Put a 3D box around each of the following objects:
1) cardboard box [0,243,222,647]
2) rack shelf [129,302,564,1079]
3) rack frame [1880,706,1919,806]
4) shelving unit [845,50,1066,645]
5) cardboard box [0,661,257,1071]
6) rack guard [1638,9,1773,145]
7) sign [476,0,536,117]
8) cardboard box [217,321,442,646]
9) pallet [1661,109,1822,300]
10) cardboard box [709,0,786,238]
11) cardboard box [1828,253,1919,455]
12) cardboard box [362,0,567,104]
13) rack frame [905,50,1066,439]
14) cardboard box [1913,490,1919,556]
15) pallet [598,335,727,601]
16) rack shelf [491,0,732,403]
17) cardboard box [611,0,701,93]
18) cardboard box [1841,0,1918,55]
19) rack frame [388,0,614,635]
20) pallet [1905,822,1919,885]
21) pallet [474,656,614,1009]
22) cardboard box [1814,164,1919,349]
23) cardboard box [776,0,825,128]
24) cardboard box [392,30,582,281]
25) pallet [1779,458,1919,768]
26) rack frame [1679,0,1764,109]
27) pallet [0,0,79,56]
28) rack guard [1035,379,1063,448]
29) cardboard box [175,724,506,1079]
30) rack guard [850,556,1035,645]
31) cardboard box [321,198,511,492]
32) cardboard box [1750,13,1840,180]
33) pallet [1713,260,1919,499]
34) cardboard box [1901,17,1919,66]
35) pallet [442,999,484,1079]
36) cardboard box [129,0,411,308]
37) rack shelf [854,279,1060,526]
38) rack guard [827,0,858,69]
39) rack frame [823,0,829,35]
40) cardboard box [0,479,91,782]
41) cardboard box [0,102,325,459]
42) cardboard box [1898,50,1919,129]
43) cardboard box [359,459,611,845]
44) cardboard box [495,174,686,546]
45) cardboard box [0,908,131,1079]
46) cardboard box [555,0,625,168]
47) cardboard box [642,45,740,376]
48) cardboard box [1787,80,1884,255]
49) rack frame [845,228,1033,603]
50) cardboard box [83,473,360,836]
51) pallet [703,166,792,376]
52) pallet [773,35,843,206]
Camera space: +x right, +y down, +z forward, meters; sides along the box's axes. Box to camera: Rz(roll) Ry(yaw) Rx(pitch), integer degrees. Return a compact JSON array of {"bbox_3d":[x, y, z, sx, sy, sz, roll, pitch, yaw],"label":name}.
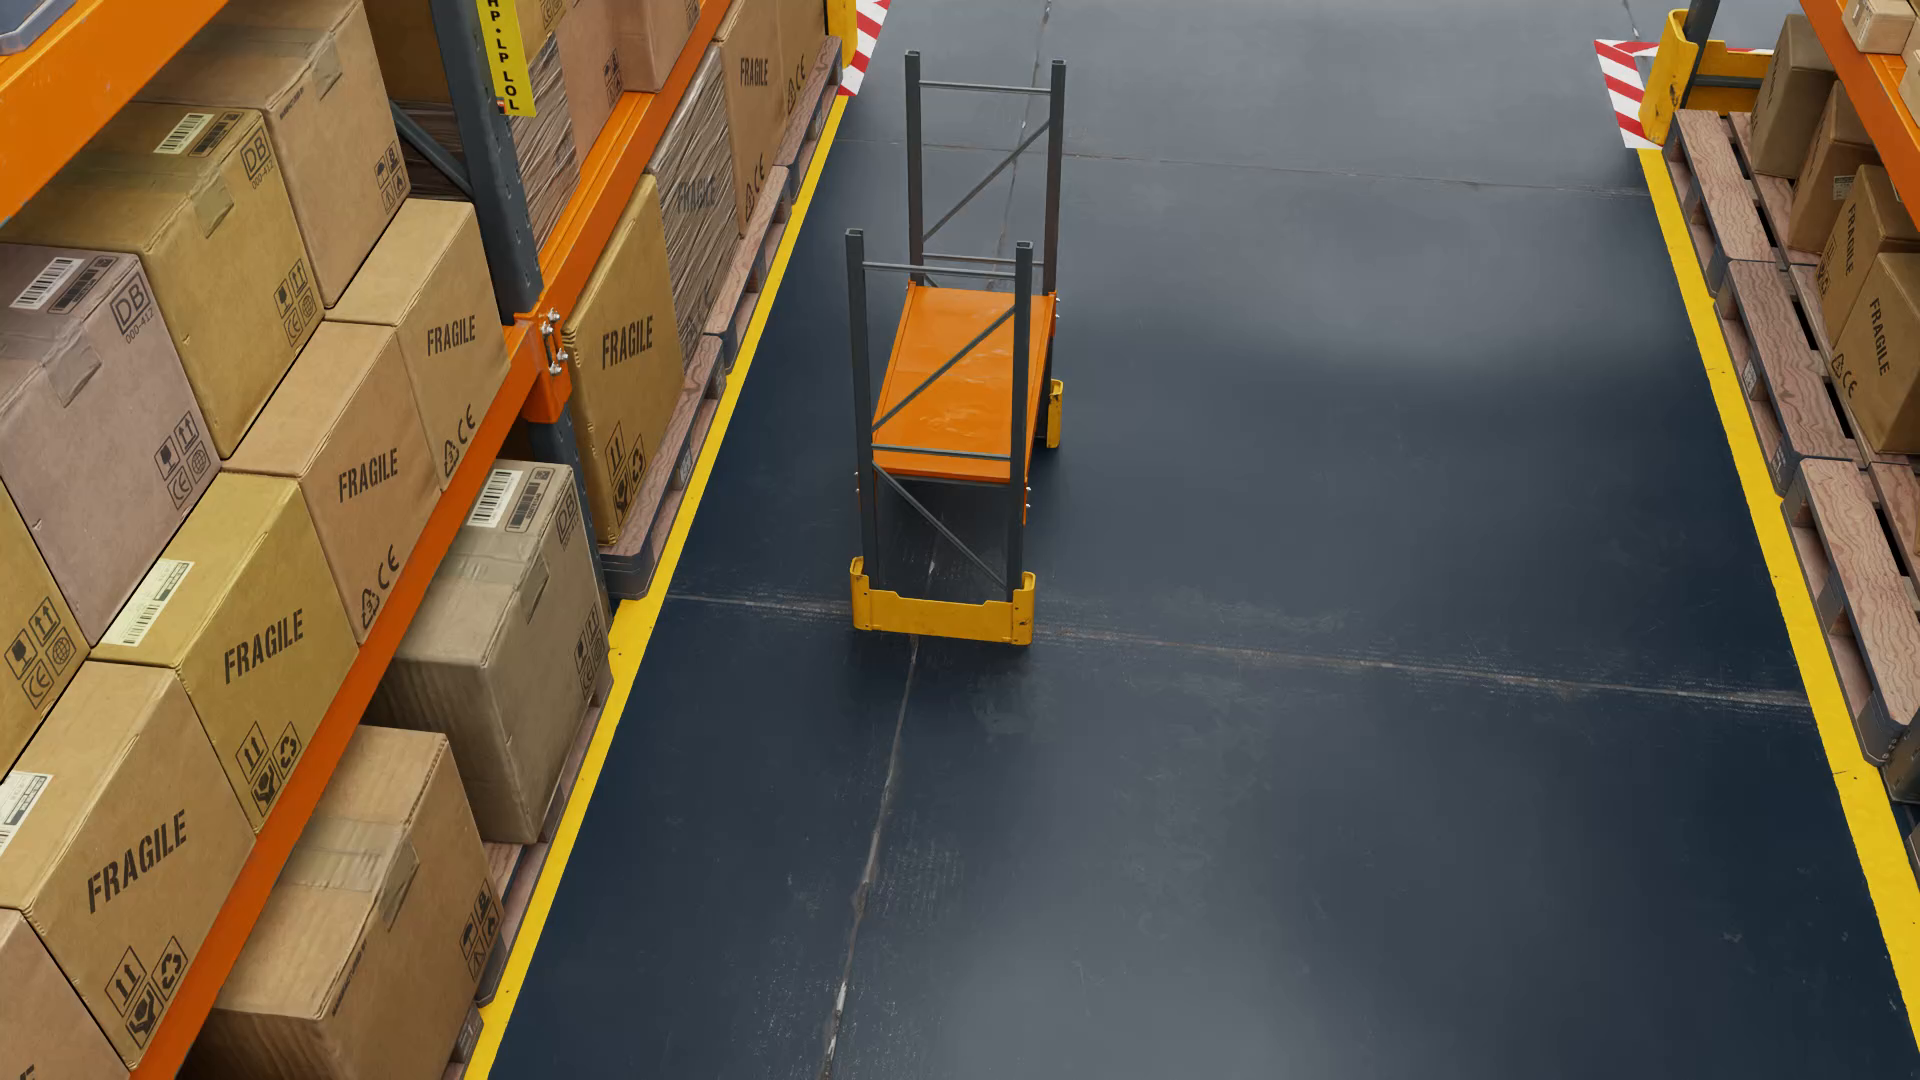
[{"bbox_3d":[-1.835,-0.192,2.971,0.700,0.500,0.500,6,44,6],"label":"cardboard box"},{"bbox_3d":[-1.906,0.798,3.249,1.077,0.370,4.000,5,44,6],"label":"rack shelf"},{"bbox_3d":[3.261,-0.307,3.892,1.000,3.000,0.127,5,44,6],"label":"rack frame"},{"bbox_3d":[0.010,-0.597,5.289,0.587,1.500,1.083,5,44,6],"label":"shelving unit"},{"bbox_3d":[-1.644,0.552,2.912,0.500,0.500,0.500,5,44,5],"label":"cardboard box"},{"bbox_3d":[3.780,-2.073,7.576,1.175,0.500,0.348,5,44,6],"label":"rack guard"},{"bbox_3d":[-1.103,-1.175,4.025,0.100,0.325,0.005,5,44,6],"label":"sign"},{"bbox_3d":[-1.513,-0.138,3.642,0.500,0.500,0.500,5,44,5],"label":"cardboard box"},{"bbox_3d":[3.638,-1.418,7.094,1.003,0.211,1.213,5,44,6],"label":"pallet"},{"bbox_3d":[-1.251,-1.865,6.778,0.875,0.875,0.875,5,44,5],"label":"cardboard box"},{"bbox_3d":[3.426,-0.642,5.759,0.500,0.500,0.500,2,43,2],"label":"cardboard box"},{"bbox_3d":[-1.559,-1.521,4.280,0.875,0.550,0.550,5,44,6],"label":"cardboard box"},{"bbox_3d":[0.078,-0.949,5.662,0.500,1.500,0.032,5,44,6],"label":"rack frame"},{"bbox_3d":[3.422,-0.211,5.304,0.500,0.500,0.500,19,46,19],"label":"cardboard box"},{"bbox_3d":[-1.464,-0.325,5.940,1.003,0.211,1.213,5,44,6],"label":"pallet"},{"bbox_3d":[-1.377,-1.928,6.128,1.077,0.370,4.000,5,44,6],"label":"rack shelf"},{"bbox_3d":[-1.366,-1.868,5.432,0.875,0.550,0.550,5,44,6],"label":"cardboard box"},{"bbox_3d":[3.222,-1.755,5.605,0.380,0.149,0.250,5,44,6],"label":"cardboard box"},{"bbox_3d":[-1.642,-0.826,4.441,1.000,3.000,0.127,5,44,6],"label":"rack frame"},{"bbox_3d":[3.160,1.237,4.290,1.003,0.211,1.213,5,44,6],"label":"pallet"},{"bbox_3d":[-1.669,0.719,4.837,1.003,0.211,1.213,5,44,6],"label":"pallet"},{"bbox_3d":[3.544,-1.018,6.156,0.500,0.500,0.500,9,44,9],"label":"cardboard box"},{"bbox_3d":[-1.137,-2.465,7.412,0.875,0.875,0.875,5,44,6],"label":"cardboard box"},{"bbox_3d":[-1.605,-1.133,4.656,0.875,0.550,0.550,5,44,6],"label":"cardboard box"},{"bbox_3d":[3.315,0.245,5.338,1.003,0.211,1.213,5,44,6],"label":"pallet"},{"bbox_3d":[3.790,-3.033,6.771,1.000,3.000,0.127,5,44,6],"label":"rack frame"},{"bbox_3d":[-1.714,-1.217,2.811,0.805,0.209,1.217,4,44,4],"label":"pallet"},{"bbox_3d":[0.076,-0.482,6.077,0.587,0.250,0.087,5,44,6],"label":"rack guard"},{"bbox_3d":[-1.766,0.926,3.921,1.050,0.750,0.750,5,44,6],"label":"cardboard box"},{"bbox_3d":[-0.056,0.197,5.360,0.587,0.250,0.087,5,44,6],"label":"rack guard"},{"bbox_3d":[-1.446,-0.483,4.005,0.500,0.500,0.500,5,44,5],"label":"cardboard box"},{"bbox_3d":[3.691,-1.853,7.038,0.500,0.500,0.500,13,45,13],"label":"cardboard box"},{"bbox_3d":[3.474,-0.589,6.218,1.003,0.211,1.213,5,44,6],"label":"pallet"},{"bbox_3d":[3.320,-1.573,5.412,0.380,0.149,0.250,5,44,6],"label":"cardboard box"},{"bbox_3d":[-1.828,1.553,3.957,1.003,0.211,1.213,5,44,6],"label":"pallet"},{"bbox_3d":[-1.702,-0.887,3.705,0.700,0.500,0.500,5,44,5],"label":"cardboard box"},{"bbox_3d":[0.011,-0.472,5.419,0.538,0.185,1.000,5,44,6],"label":"rack shelf"},{"bbox_3d":[-1.110,-2.661,8.197,1.175,0.500,0.348,5,44,6],"label":"rack guard"},{"bbox_3d":[-1.113,-3.552,7.320,1.000,3.000,0.127,5,44,6],"label":"rack frame"},{"bbox_3d":[-1.903,0.152,2.608,0.700,0.500,0.500,5,44,5],"label":"cardboard box"},{"bbox_3d":[-1.768,-0.536,3.335,0.700,0.500,0.500,5,44,5],"label":"cardboard box"},{"bbox_3d":[3.211,-1.410,5.240,0.380,0.149,0.250,5,44,6],"label":"cardboard box"},{"bbox_3d":[-1.635,0.269,4.615,1.050,0.750,0.750,5,44,5],"label":"cardboard box"},{"bbox_3d":[-1.489,-0.630,5.473,0.875,0.875,0.875,6,44,6],"label":"cardboard box"},{"bbox_3d":[-1.712,0.892,2.554,0.500,0.500,0.500,5,44,5],"label":"cardboard box"},{"bbox_3d":[-1.555,-1.510,5.054,0.875,0.550,0.550,5,44,6],"label":"cardboard box"},{"bbox_3d":[-1.374,-1.244,6.122,0.875,0.875,0.875,6,44,6],"label":"cardboard box"},{"bbox_3d":[3.646,-1.443,6.605,0.500,0.500,0.500,16,46,16],"label":"cardboard box"},{"bbox_3d":[-0.056,-0.256,4.930,0.500,1.500,0.032,5,44,6],"label":"rack frame"},{"bbox_3d":[-1.579,0.206,3.278,0.500,0.500,0.500,6,44,6],"label":"cardboard box"},{"bbox_3d":[-1.305,-1.159,6.820,1.003,0.211,1.213,5,44,6],"label":"pallet"},{"bbox_3d":[-1.141,-1.988,7.696,1.003,0.211,1.213,5,44,6],"label":"pallet"}]
